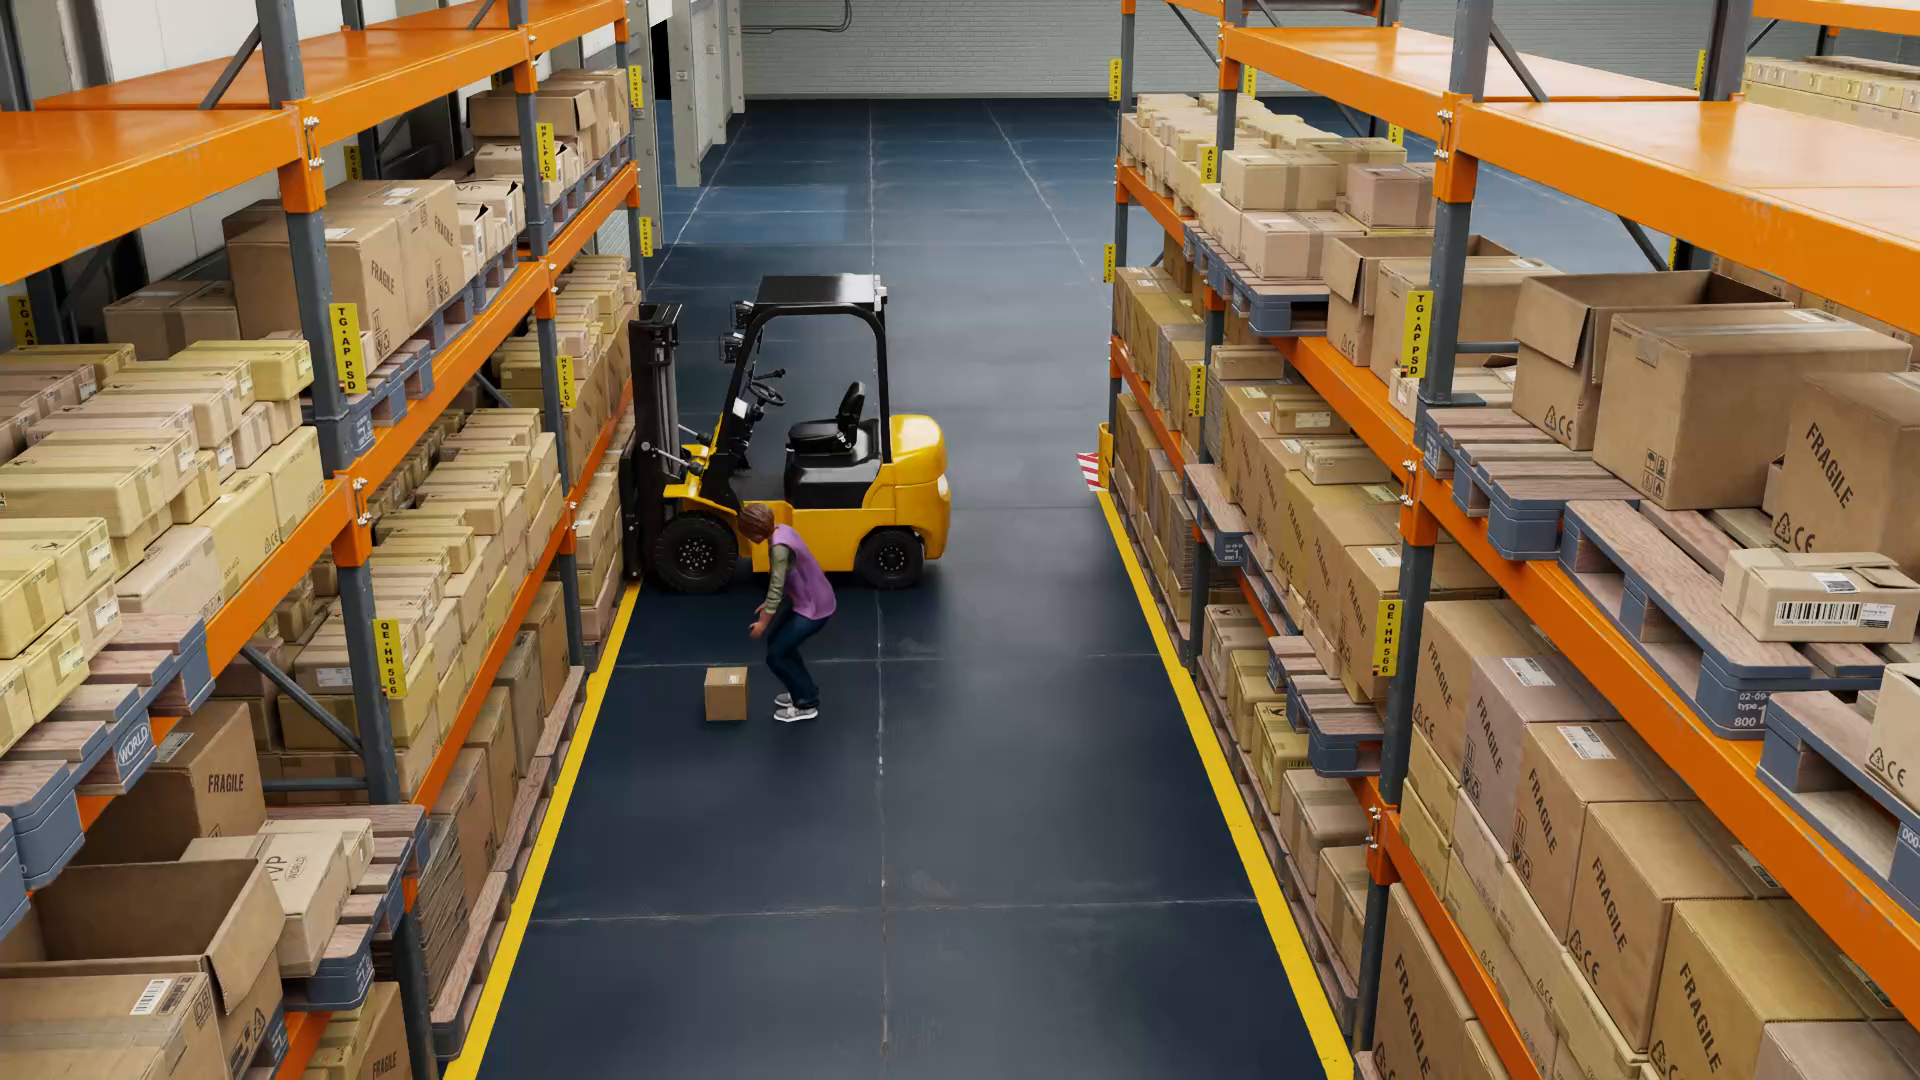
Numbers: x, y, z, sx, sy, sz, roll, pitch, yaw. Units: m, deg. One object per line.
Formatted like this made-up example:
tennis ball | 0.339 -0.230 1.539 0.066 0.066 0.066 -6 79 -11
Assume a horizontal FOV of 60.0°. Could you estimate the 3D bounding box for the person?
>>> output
person | -1.048 0.440 10.221 0.581 1.400 0.458 -1 21 -3
